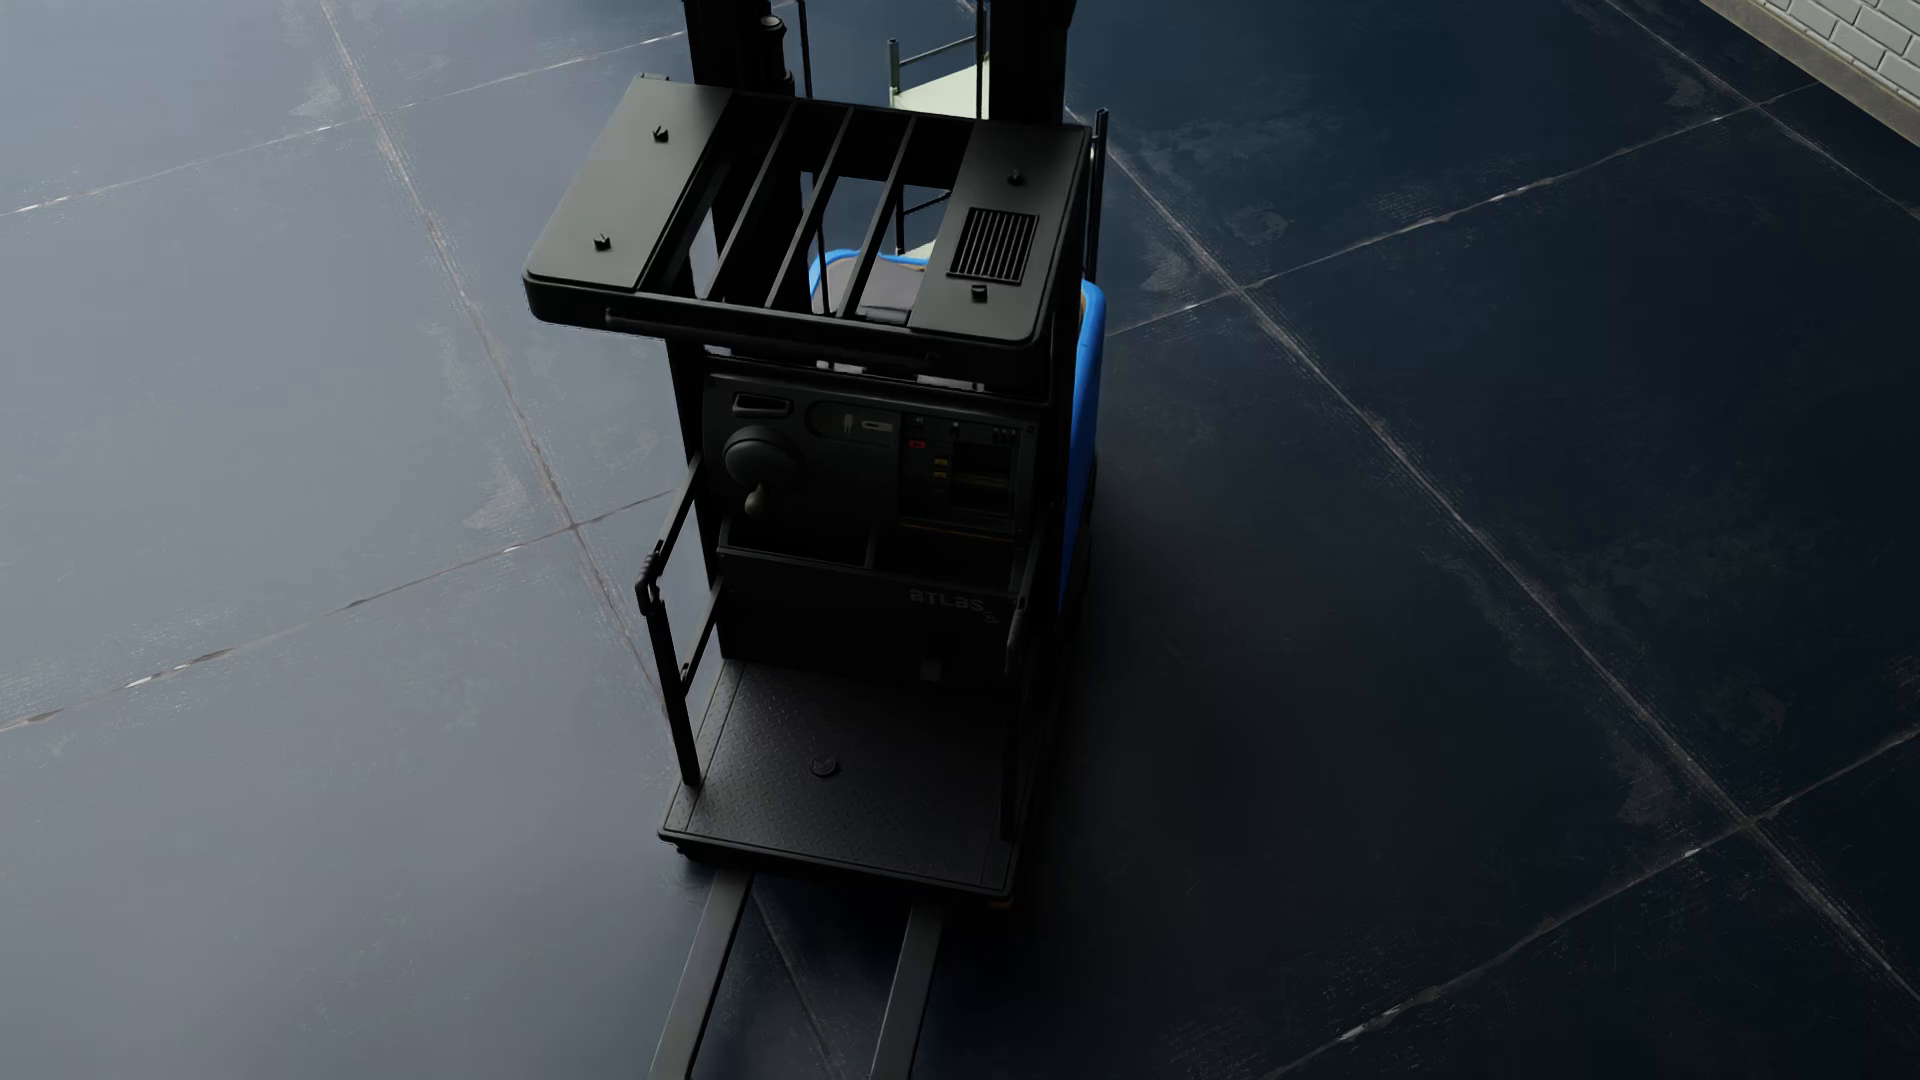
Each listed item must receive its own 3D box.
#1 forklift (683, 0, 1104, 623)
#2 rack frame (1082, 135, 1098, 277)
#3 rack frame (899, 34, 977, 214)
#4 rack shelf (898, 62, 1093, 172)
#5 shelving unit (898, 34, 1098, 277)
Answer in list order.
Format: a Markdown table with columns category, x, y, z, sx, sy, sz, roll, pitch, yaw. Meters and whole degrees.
| category | x | y | z | sx | sy | sz | roll | pitch | yaw |
| --- | --- | --- | --- | --- | --- | --- | --- | --- | --- |
| forklift | -0.301 | -0.118 | 4.406 | 1.109 | 2.935 | 3.031 | 9 | 49 | 8 |
| rack frame | 0.320 | -0.852 | 5.999 | 0.380 | 1.308 | 0.010 | -26 | 54 | -21 |
| rack frame | -0.078 | -1.315 | 6.403 | 0.380 | 1.308 | 0.010 | -26 | 54 | -21 |
| rack shelf | 0.120 | -1.428 | 5.807 | 0.368 | 0.052 | 0.686 | -26 | 54 | -21 |
| shelving unit | 0.121 | -1.084 | 6.201 | 0.380 | 1.308 | 0.742 | -26 | 54 | -21 |
